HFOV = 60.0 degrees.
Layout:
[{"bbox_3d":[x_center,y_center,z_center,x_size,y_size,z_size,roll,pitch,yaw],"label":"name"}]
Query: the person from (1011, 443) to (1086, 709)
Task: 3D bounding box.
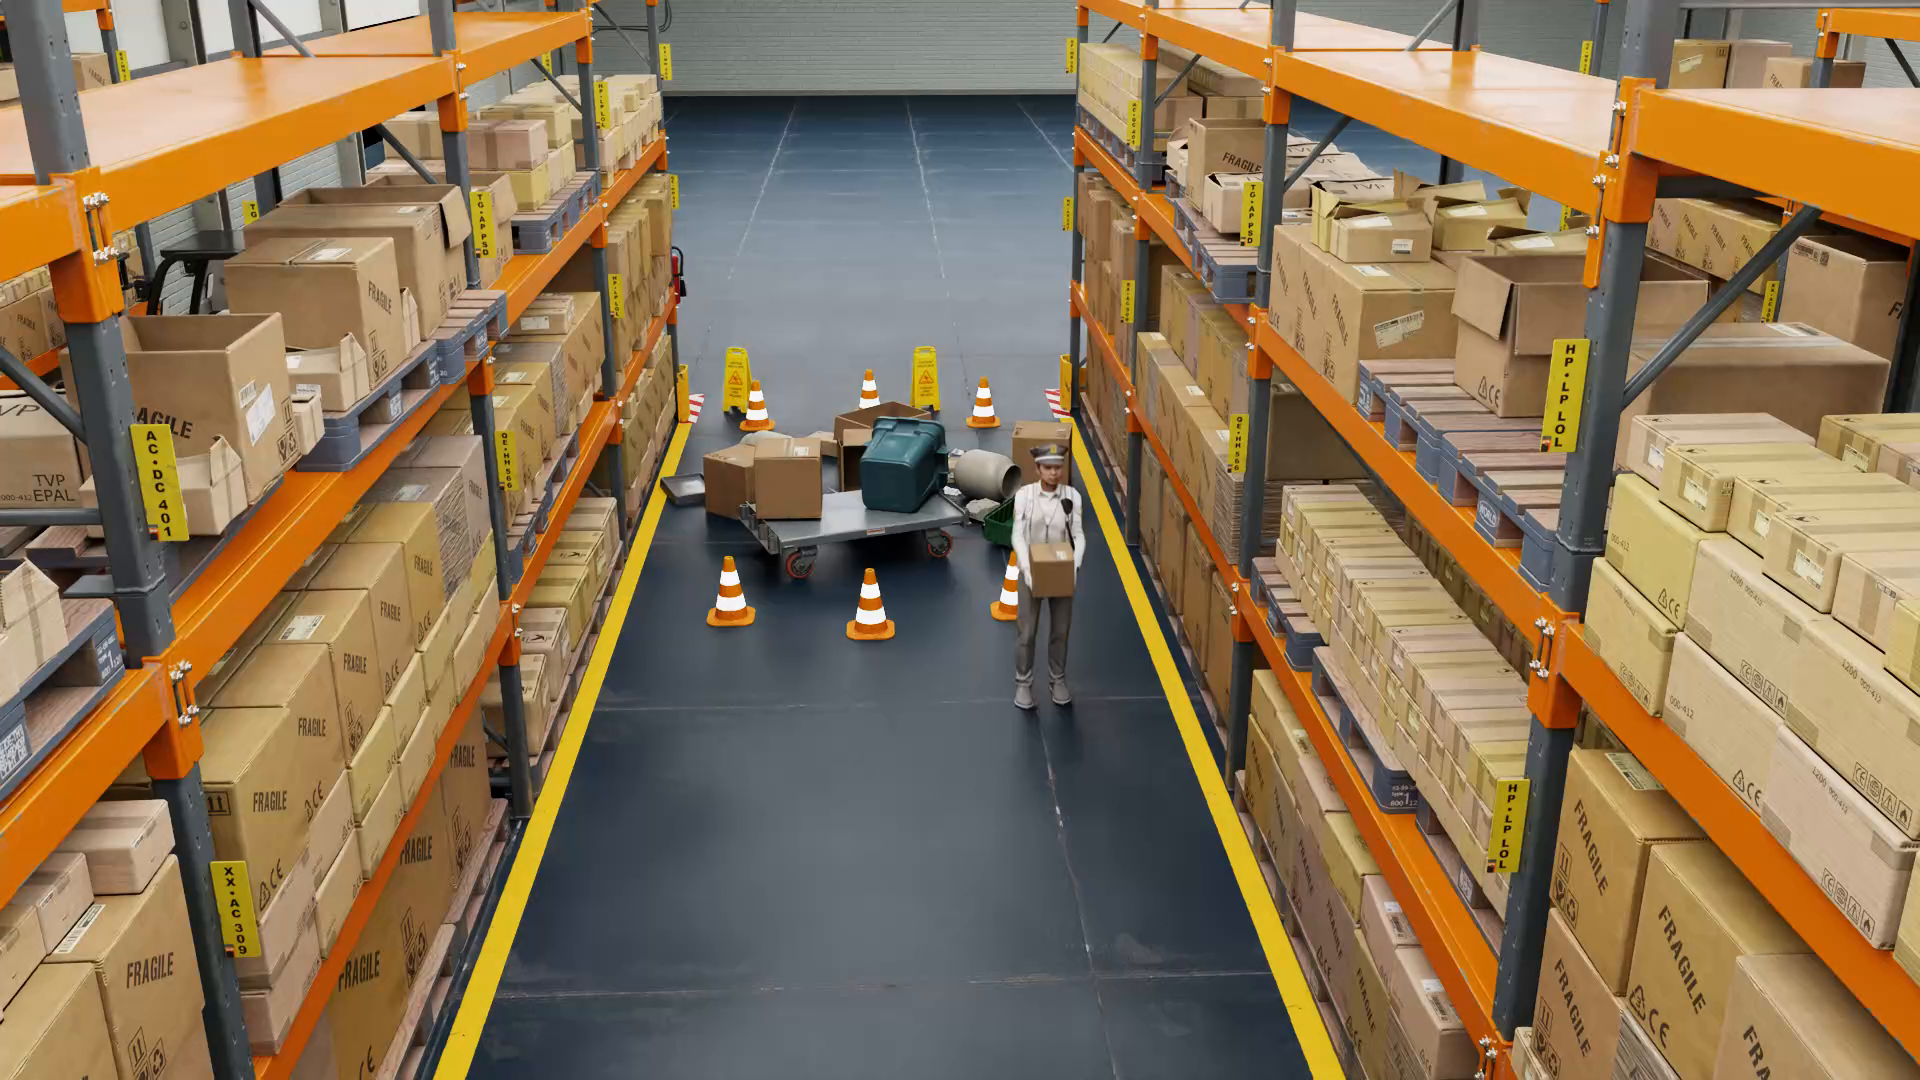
[{"bbox_3d":[0.553,0.226,10.421,0.468,1.697,0.552,-1,21,-4],"label":"person"}]
